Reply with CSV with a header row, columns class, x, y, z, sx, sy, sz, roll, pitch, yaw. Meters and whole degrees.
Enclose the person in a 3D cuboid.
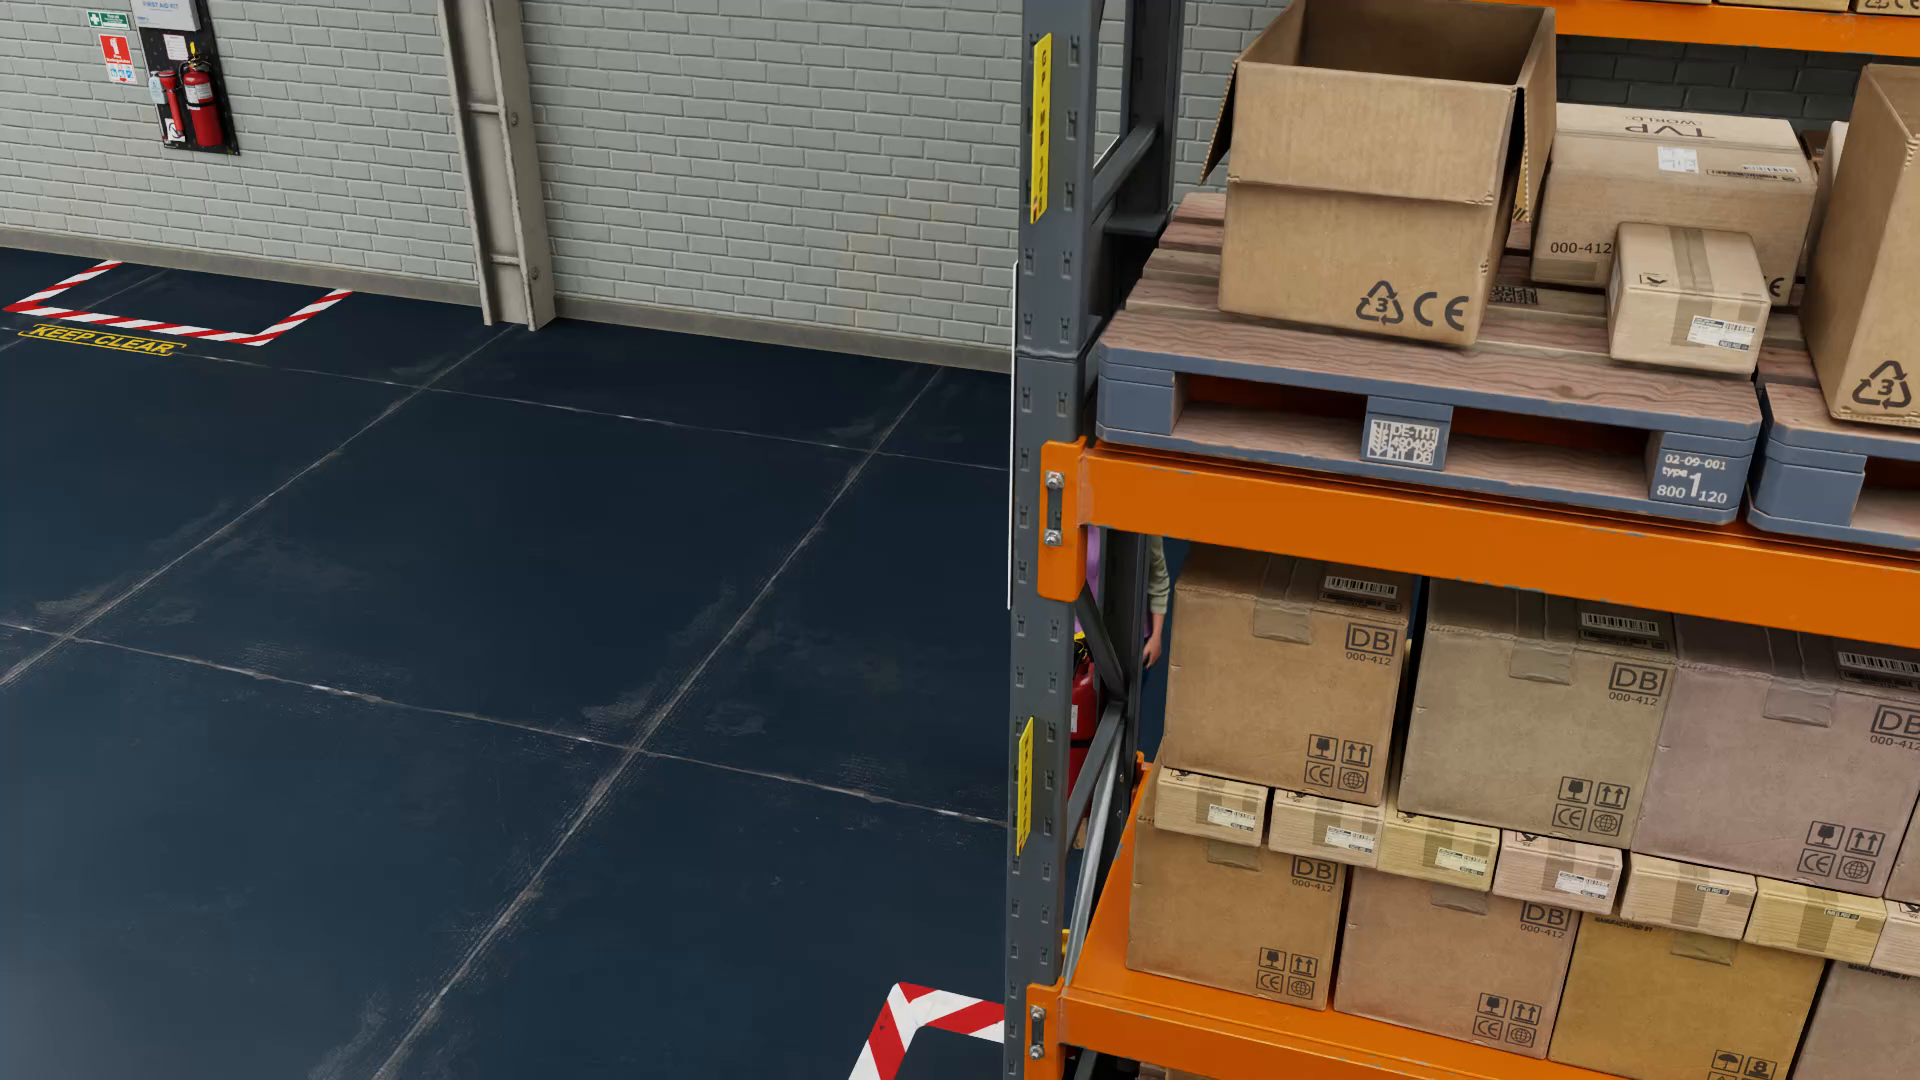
class,x,y,z,sx,sy,sz,roll,pitch,yaw
person,0.575,0.360,6.506,0.464,1.591,0.345,8,30,13
